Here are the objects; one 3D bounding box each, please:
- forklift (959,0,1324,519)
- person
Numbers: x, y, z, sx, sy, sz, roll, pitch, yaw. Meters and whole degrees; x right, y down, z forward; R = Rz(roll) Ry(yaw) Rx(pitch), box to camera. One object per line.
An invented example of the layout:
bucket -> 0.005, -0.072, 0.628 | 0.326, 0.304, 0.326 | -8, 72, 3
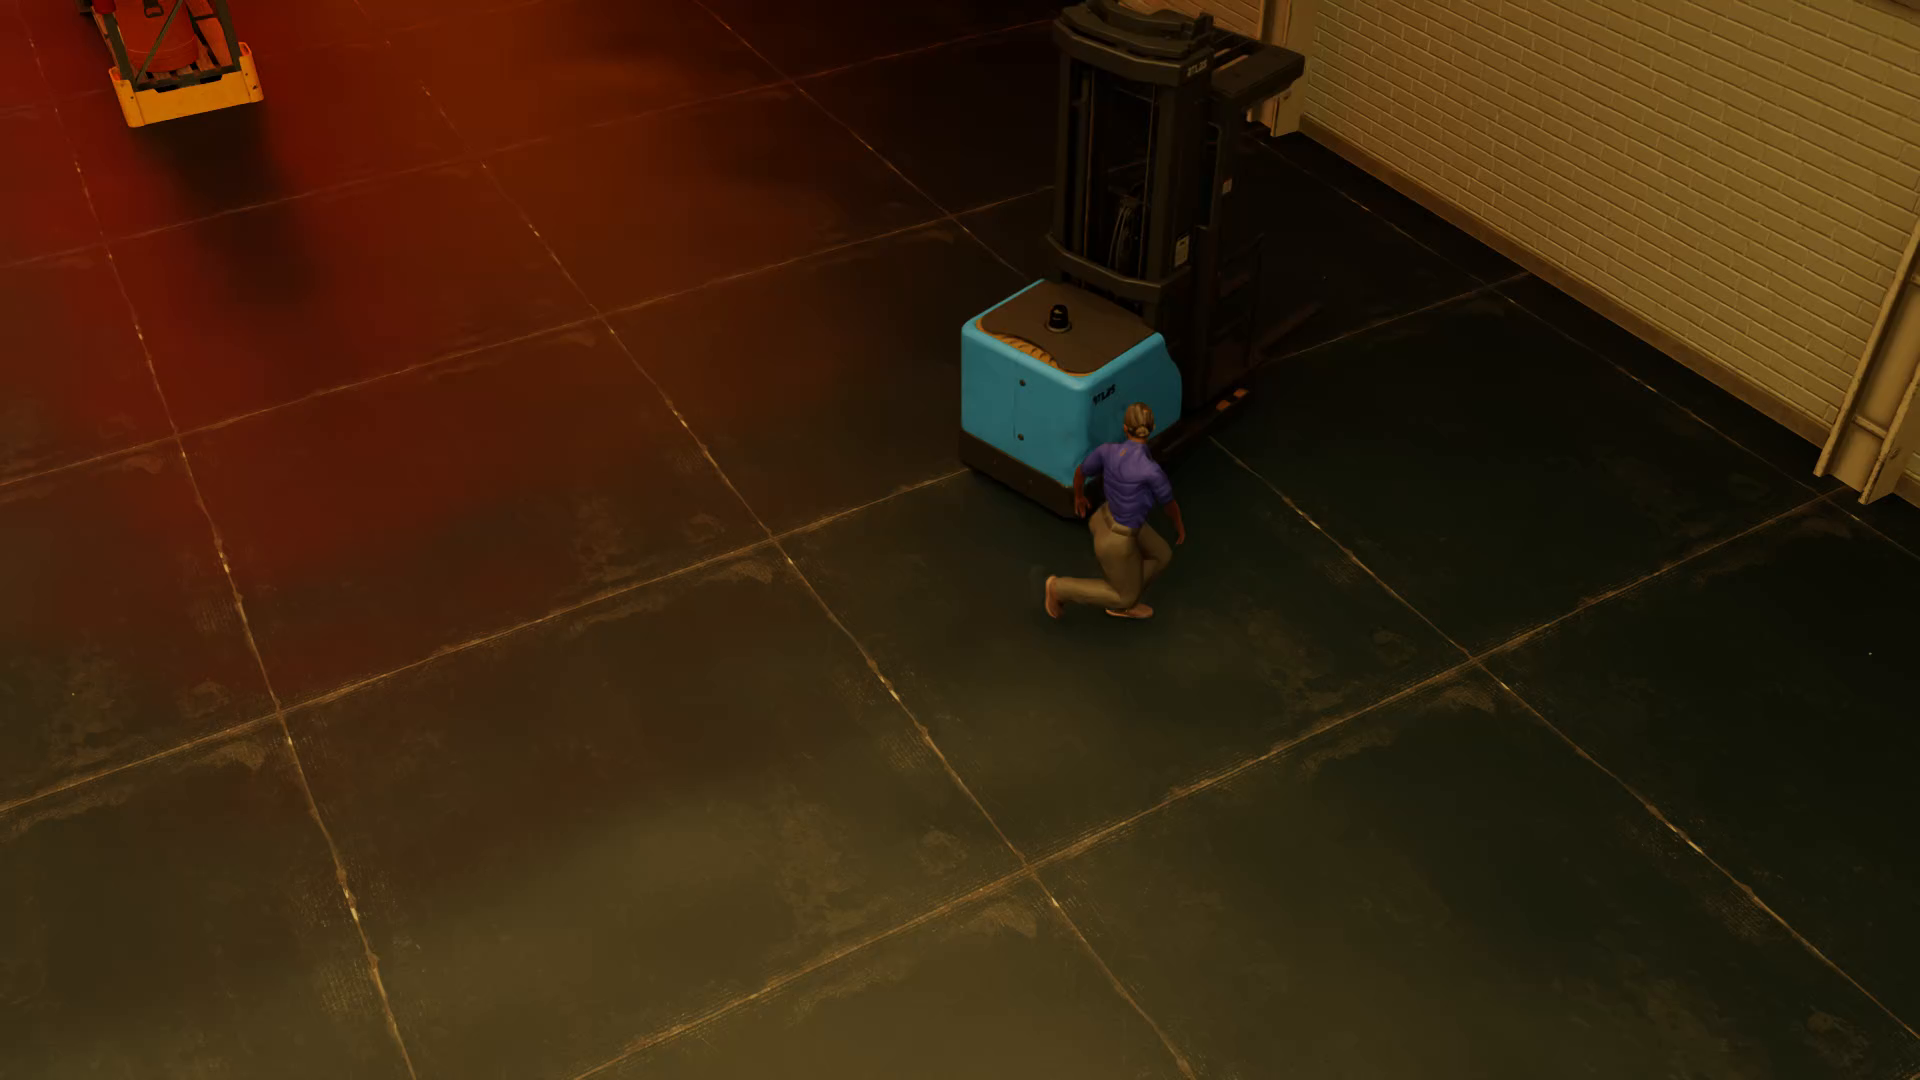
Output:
forklift -> 1.365, -2.110, 10.580 | 1.130, 2.935, 3.031 | 31, 49, 32
person -> 0.869, -0.126, 9.403 | 0.779, 1.430, 0.583 | -7, 40, -8
